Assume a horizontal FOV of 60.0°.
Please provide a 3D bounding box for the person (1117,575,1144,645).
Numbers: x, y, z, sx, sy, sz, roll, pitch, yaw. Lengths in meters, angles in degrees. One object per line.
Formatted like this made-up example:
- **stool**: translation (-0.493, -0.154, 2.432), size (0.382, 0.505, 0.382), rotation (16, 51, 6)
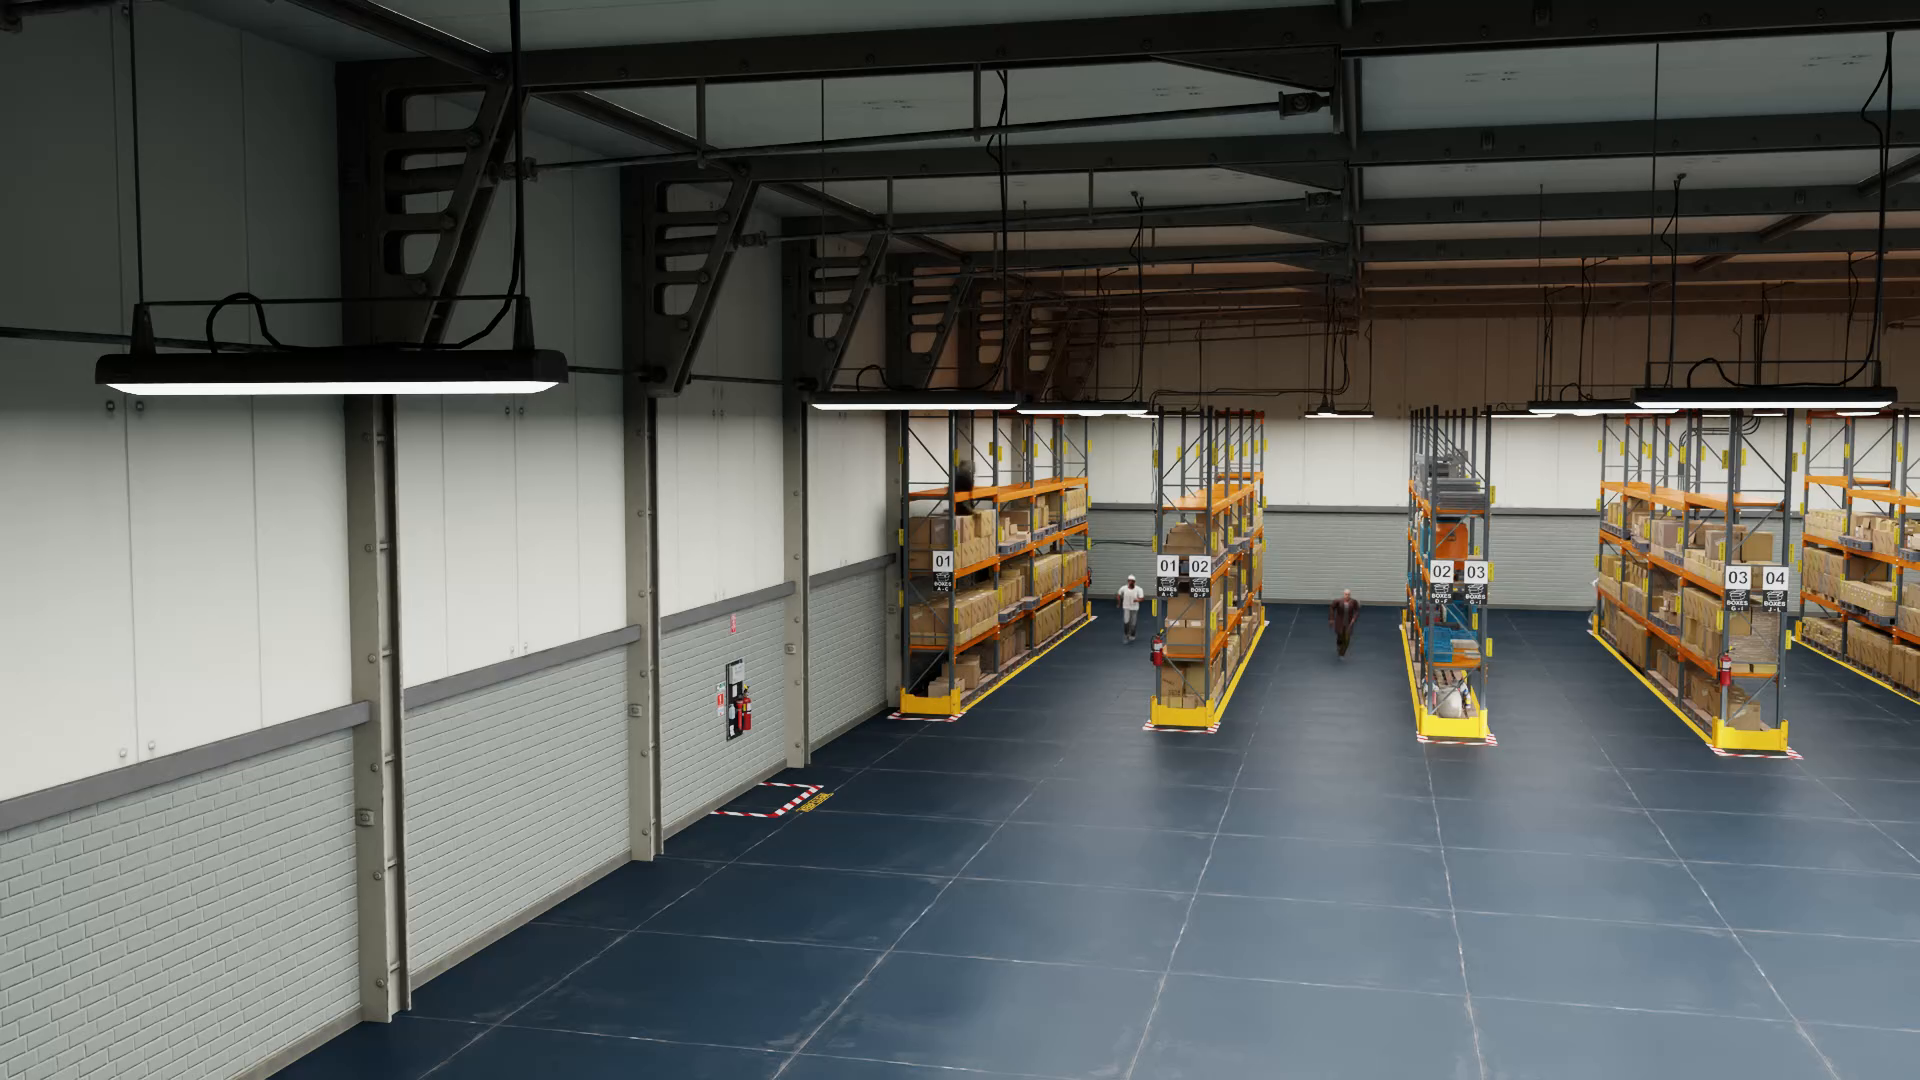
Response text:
- **person**: translation (4.366, 1.792, 42.576), size (0.674, 1.789, 0.725), rotation (0, 4, 5)

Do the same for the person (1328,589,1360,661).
- **person**: translation (9.199, 2.016, 39.847), size (0.703, 1.712, 0.714), rotation (0, 4, -2)

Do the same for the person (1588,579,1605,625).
- **person**: translation (17.832, 1.614, 46.225), size (0.560, 1.614, 0.680), rotation (-3, 5, -35)
